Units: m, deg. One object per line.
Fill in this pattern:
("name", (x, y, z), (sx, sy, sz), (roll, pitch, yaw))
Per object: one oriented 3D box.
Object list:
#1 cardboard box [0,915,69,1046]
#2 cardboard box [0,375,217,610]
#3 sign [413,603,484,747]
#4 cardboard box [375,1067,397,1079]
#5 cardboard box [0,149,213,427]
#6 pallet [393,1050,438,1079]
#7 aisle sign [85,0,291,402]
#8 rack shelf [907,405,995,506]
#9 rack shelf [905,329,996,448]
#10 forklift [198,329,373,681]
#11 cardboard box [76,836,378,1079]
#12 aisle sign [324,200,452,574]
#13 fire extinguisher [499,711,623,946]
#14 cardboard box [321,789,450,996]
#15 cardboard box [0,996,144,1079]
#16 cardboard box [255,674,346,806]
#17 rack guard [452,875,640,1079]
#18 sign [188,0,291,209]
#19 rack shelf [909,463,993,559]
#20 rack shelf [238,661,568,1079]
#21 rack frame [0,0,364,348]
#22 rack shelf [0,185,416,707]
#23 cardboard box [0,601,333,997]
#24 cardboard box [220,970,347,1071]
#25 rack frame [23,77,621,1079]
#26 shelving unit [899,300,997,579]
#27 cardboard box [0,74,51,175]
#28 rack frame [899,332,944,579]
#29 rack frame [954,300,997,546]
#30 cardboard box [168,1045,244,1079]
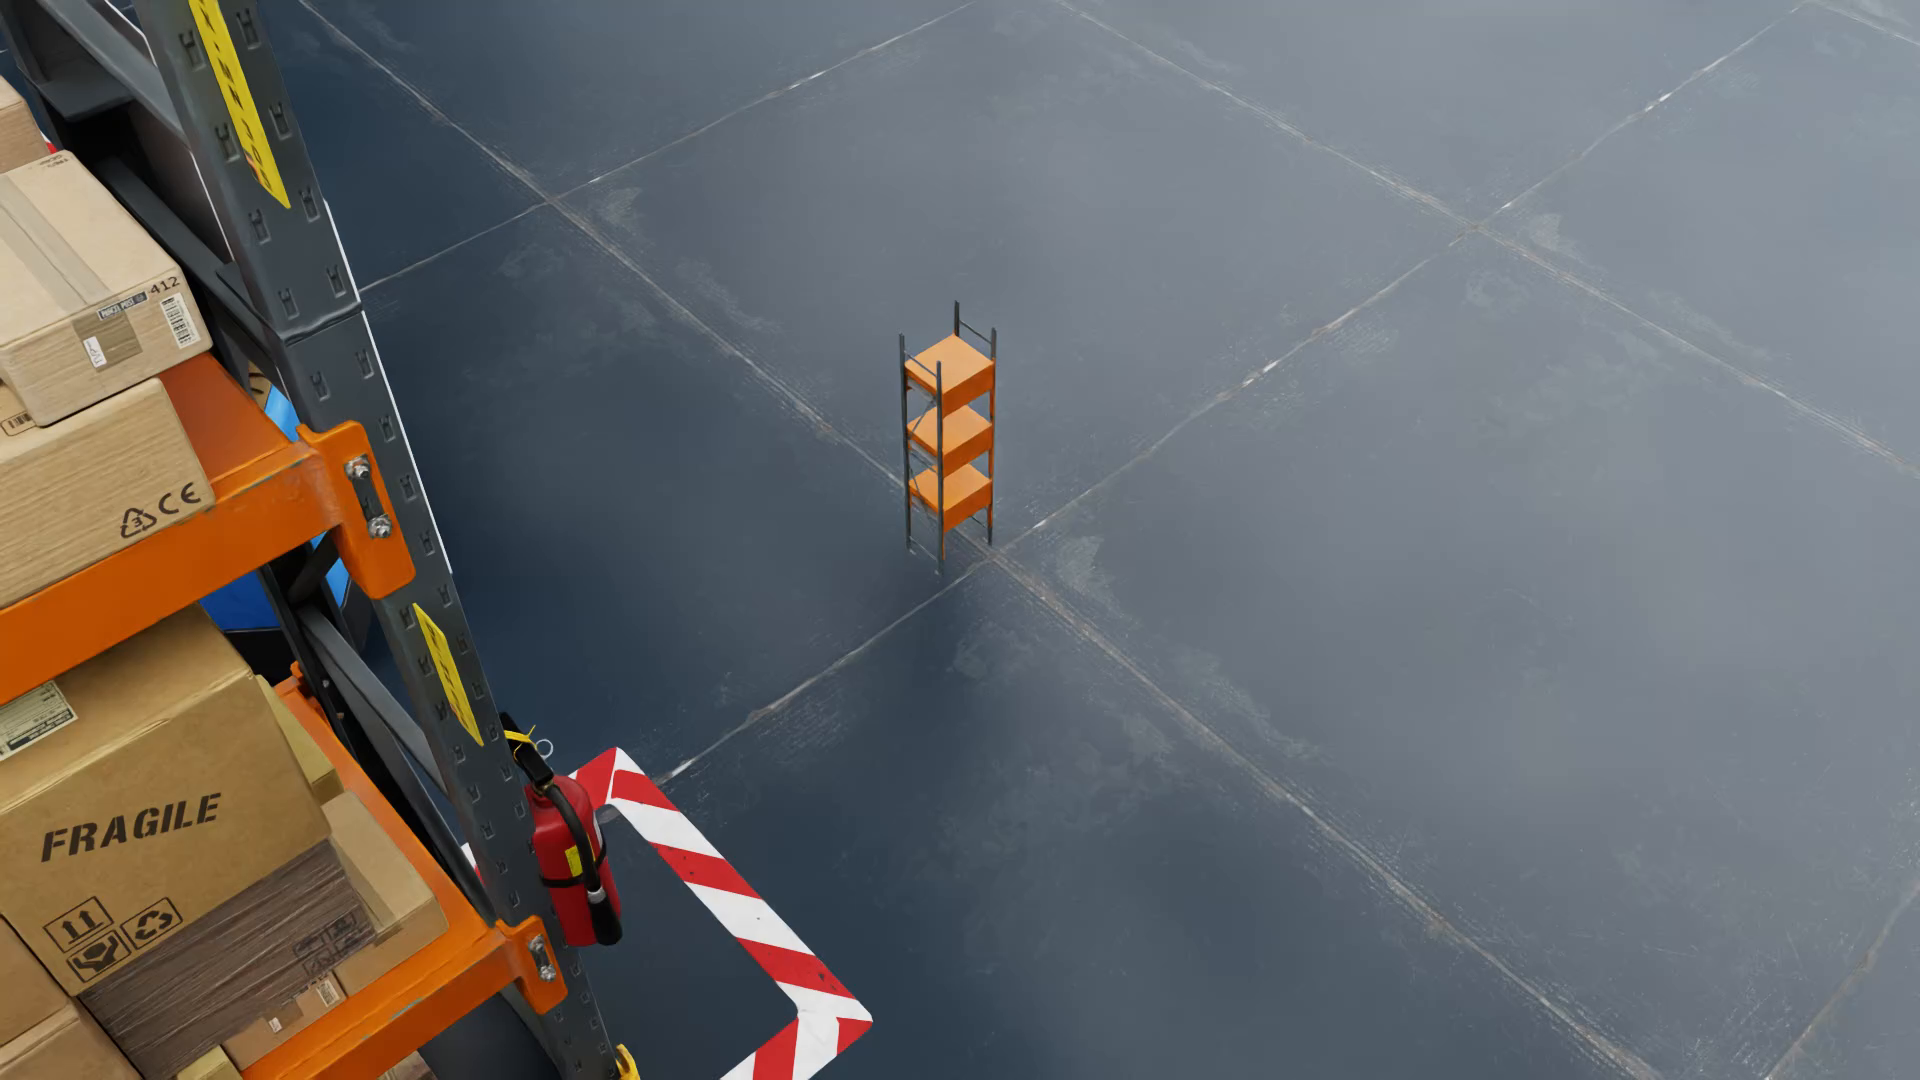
("cardboard box", (-1.880, 0.616, 2.689), (0.500, 0.500, 0.500), (-34, 56, -27))
("cardboard box", (-1.459, -0.156, 2.414), (0.500, 0.250, 0.500), (-33, 55, -26))
("sign", (-0.915, 0.246, 2.980), (0.005, 0.325, 0.100), (-34, 56, -27))
("cardboard box", (-1.747, 1.439, 4.297), (0.500, 0.500, 0.500), (-24, 52, -21))
("cardboard box", (-1.269, -0.361, 2.332), (0.250, 0.149, 0.380), (-34, 56, -27))
("pallet", (-1.955, 1.799, 4.446), (1.213, 0.211, 1.003), (-34, 56, -27))
("aisle sign", (-1.430, -0.642, 3.032), (0.004, 0.787, 0.394), (-34, 56, -27))
("rack shelf", (-0.040, -0.322, 5.848), (0.240, 0.259, 0.215), (-34, 56, -27))
("rack shelf", (-0.040, -0.515, 5.639), (0.240, 0.259, 0.215), (-34, 56, -27))
("forklift", (-3.621, -0.797, 4.991), (3.031, 2.935, 1.130), (-3, 47, -3))
("cardboard box", (-1.699, 0.556, 3.426), (0.500, 0.500, 0.875), (-34, 56, -27))
("aisle sign", (-1.026, -0.315, 2.731), (0.004, 0.787, 0.394), (-34, 56, -27))
("fire extinguisher", (-0.879, 0.654, 3.658), (0.183, 0.674, 0.296), (-34, 56, -27))
("cardboard box", (-1.346, 0.772, 3.668), (0.250, 0.149, 0.380), (-34, 56, -27))
("cardboard box", (-1.988, 0.868, 3.137), (0.500, 0.500, 0.875), (-34, 56, -27))
("cardboard box", (-1.645, 0.530, 3.891), (0.250, 0.149, 0.380), (-34, 56, -27))
("rack guard", (-1.330, 1.319, 4.693), (0.348, 0.500, 1.175), (-34, 56, -27))
("sign", (-0.915, -0.572, 2.093), (0.005, 0.325, 0.100), (-34, 56, -27))
("rack shelf", (-0.040, -0.134, 6.052), (0.240, 0.259, 0.215), (-34, 56, -27))
("rack shelf", (-2.753, 1.666, 3.161), (4.000, 0.370, 1.077), (-34, 56, -27))
("rack frame", (-1.274, -1.601, 1.604), (0.127, 3.000, 1.000), (-34, 56, -27))
("rack shelf", (-2.753, 0.649, 2.058), (4.000, 0.370, 1.077), (-34, 56, -27))
("cardboard box", (-1.514, 0.366, 2.920), (0.500, 0.500, 0.500), (-34, 56, -27))
("cardboard box", (-1.531, 0.895, 3.554), (0.250, 0.149, 0.380), (-34, 56, -27))
("rack frame", (-1.274, 0.434, 3.809), (0.127, 3.000, 1.000), (-34, 56, -27))
("shelving unit", (-0.040, -0.330, 5.840), (0.252, 1.050, 0.215), (-34, 56, -27))
("cardboard box", (-1.633, -0.657, 2.605), (0.250, 0.149, 0.380), (-34, 56, -27))
("rack frame", (-0.130, -0.269, 5.784), (0.008, 1.050, 0.200), (-34, 56, -27))
("rack frame", (0.051, -0.390, 5.895), (0.008, 1.050, 0.200), (-34, 56, -27))
("cardboard box", (-1.681, 1.047, 3.414), (0.250, 0.149, 0.380), (-34, 56, -27))
